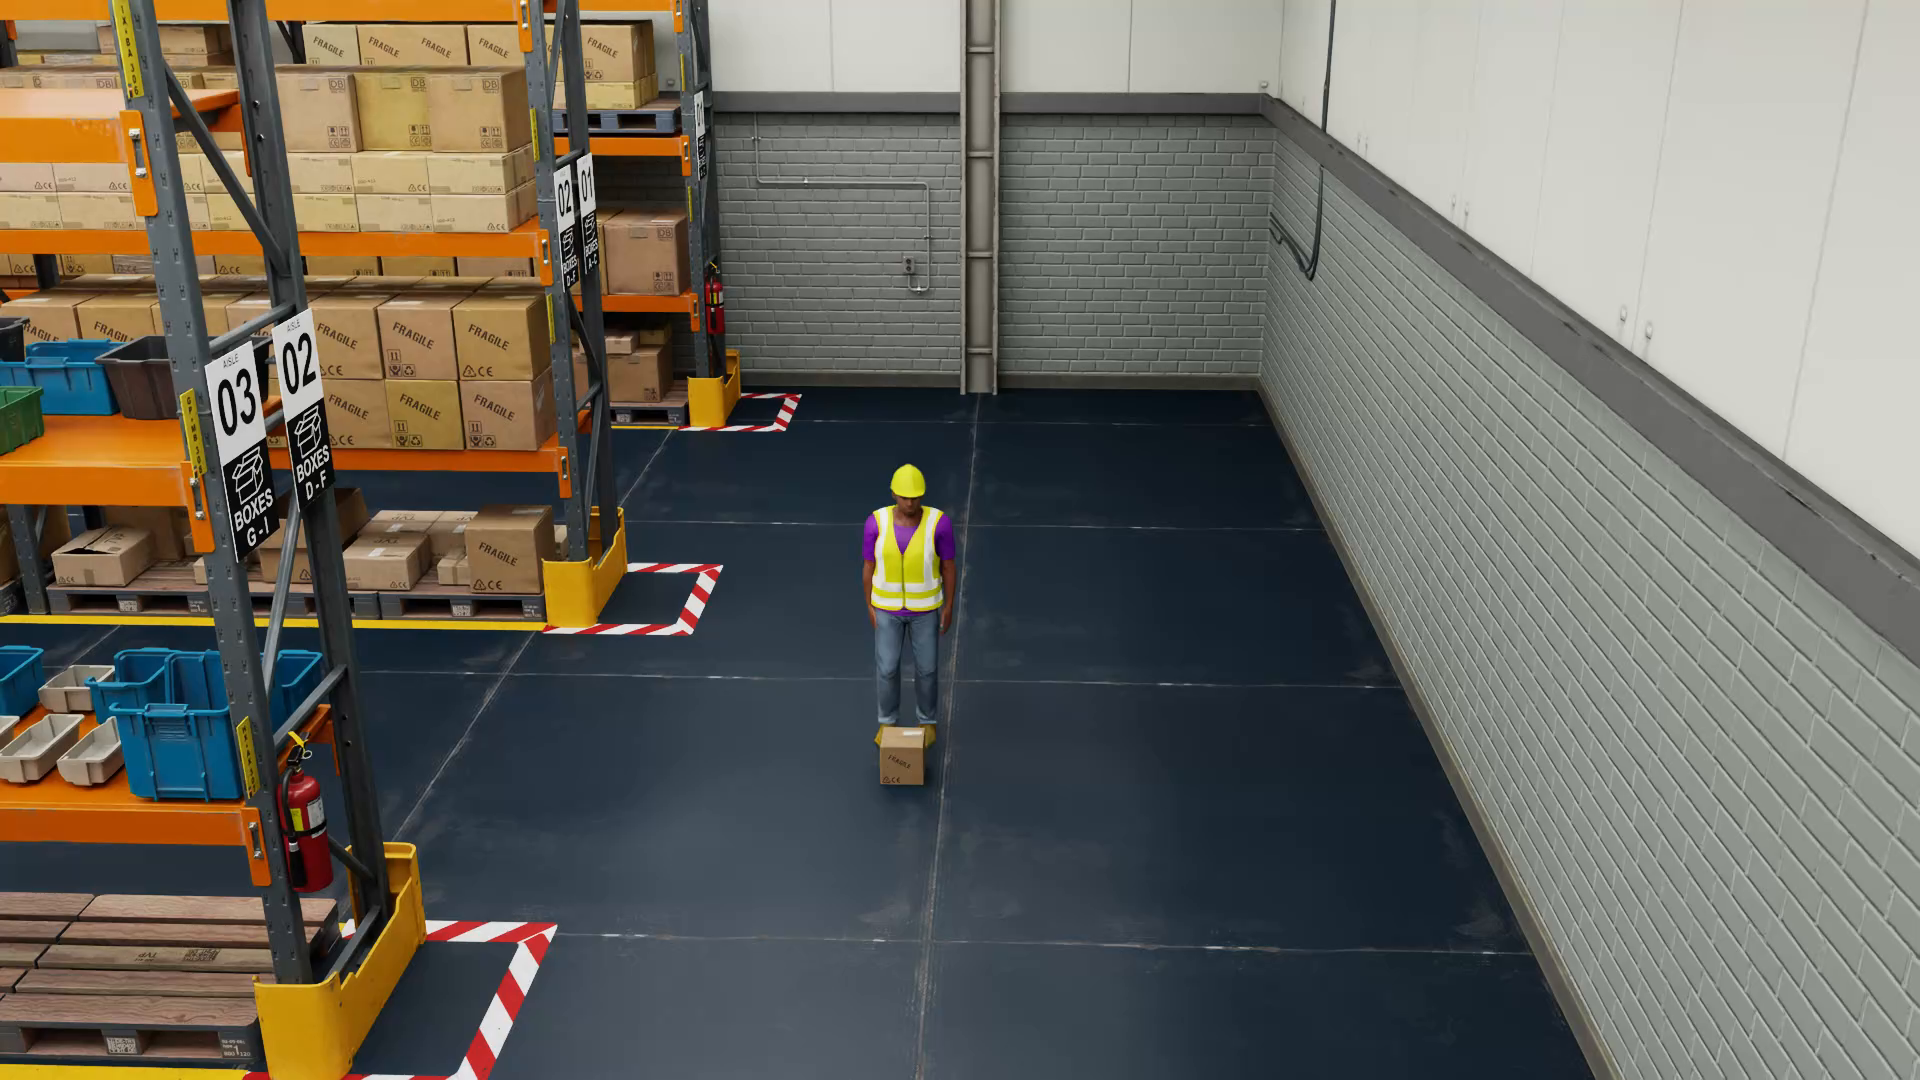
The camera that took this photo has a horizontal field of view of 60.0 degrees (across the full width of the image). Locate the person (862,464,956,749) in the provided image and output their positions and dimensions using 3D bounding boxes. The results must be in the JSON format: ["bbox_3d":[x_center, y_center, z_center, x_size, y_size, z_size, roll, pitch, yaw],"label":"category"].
[{"bbox_3d":[-0.305,0.401,10.004,0.565,1.773,0.369,1,21,3],"label":"person"}]
